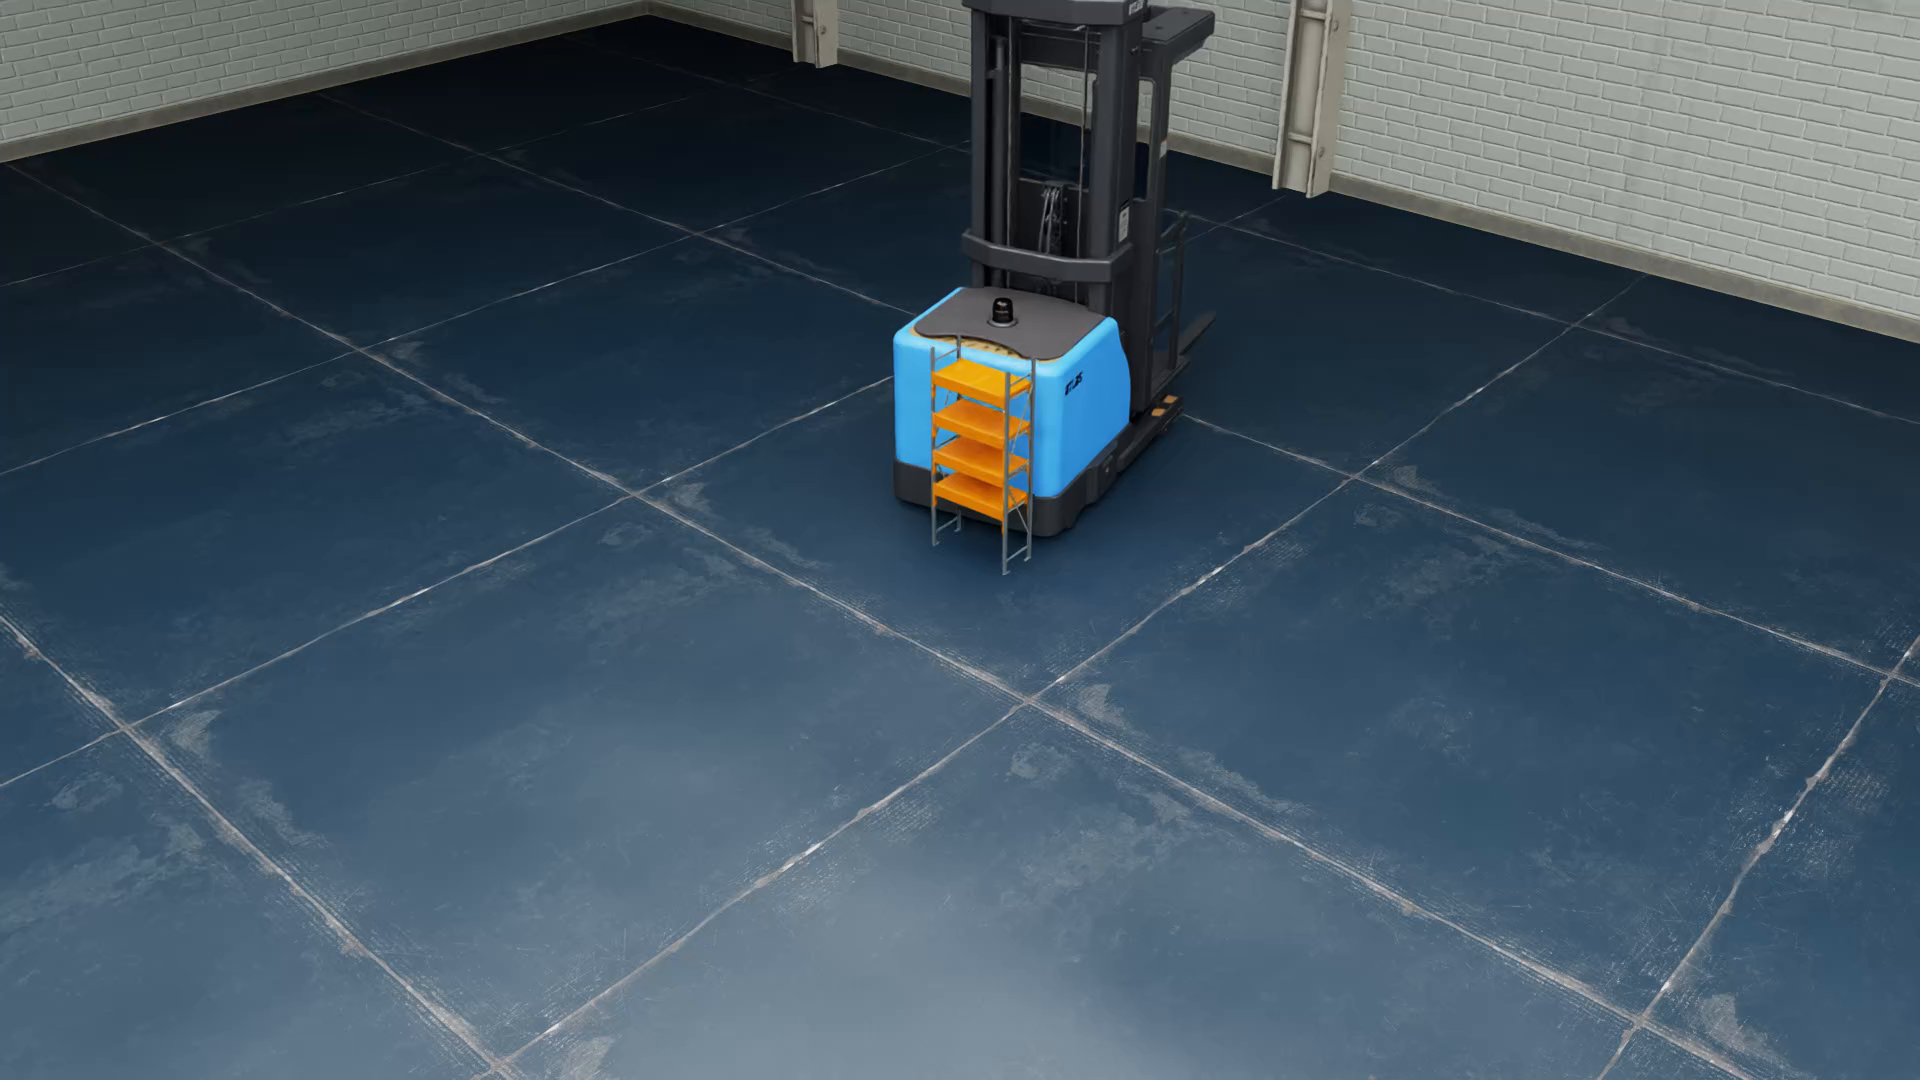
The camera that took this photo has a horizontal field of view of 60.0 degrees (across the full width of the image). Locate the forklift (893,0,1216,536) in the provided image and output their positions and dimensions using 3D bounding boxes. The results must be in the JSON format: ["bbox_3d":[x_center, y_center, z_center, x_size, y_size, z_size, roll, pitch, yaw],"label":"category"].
[{"bbox_3d":[0.755,-2.011,9.748,1.130,2.935,3.031,15,34,24],"label":"forklift"}]

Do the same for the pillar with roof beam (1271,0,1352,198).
[{"bbox_3d":[0.031,-5.220,9.196,0.400,9.000,9.100,25,39,35],"label":"pillar with roof beam"}]

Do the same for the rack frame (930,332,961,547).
[{"bbox_3d":[-0.074,-0.527,8.962,0.015,1.200,0.240,22,38,32],"label":"rack frame"}]

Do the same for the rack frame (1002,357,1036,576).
[{"bbox_3d":[0.307,-0.370,8.702,0.015,1.200,0.240,22,38,32],"label":"rack frame"}]

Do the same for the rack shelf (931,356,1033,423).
[{"bbox_3d":[0.116,-0.785,8.629,0.480,0.148,0.258,22,38,32],"label":"rack shelf"}]

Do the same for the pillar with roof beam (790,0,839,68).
[{"bbox_3d":[-4.418,-7.296,12.645,0.400,9.000,9.100,25,39,35],"label":"pillar with roof beam"}]

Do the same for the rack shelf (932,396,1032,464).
[{"bbox_3d":[0.116,-0.583,8.751,0.480,0.148,0.258,22,38,32],"label":"rack shelf"}]

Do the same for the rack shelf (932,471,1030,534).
[{"bbox_3d":[0.116,-0.221,8.969,0.480,0.148,0.258,22,38,32],"label":"rack shelf"}]

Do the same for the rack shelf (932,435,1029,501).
[{"bbox_3d":[0.116,-0.391,8.867,0.480,0.148,0.258,22,38,32],"label":"rack shelf"}]

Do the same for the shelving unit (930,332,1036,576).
[{"bbox_3d":[0.116,-0.449,8.832,0.503,1.200,0.258,22,38,32],"label":"shelving unit"}]
